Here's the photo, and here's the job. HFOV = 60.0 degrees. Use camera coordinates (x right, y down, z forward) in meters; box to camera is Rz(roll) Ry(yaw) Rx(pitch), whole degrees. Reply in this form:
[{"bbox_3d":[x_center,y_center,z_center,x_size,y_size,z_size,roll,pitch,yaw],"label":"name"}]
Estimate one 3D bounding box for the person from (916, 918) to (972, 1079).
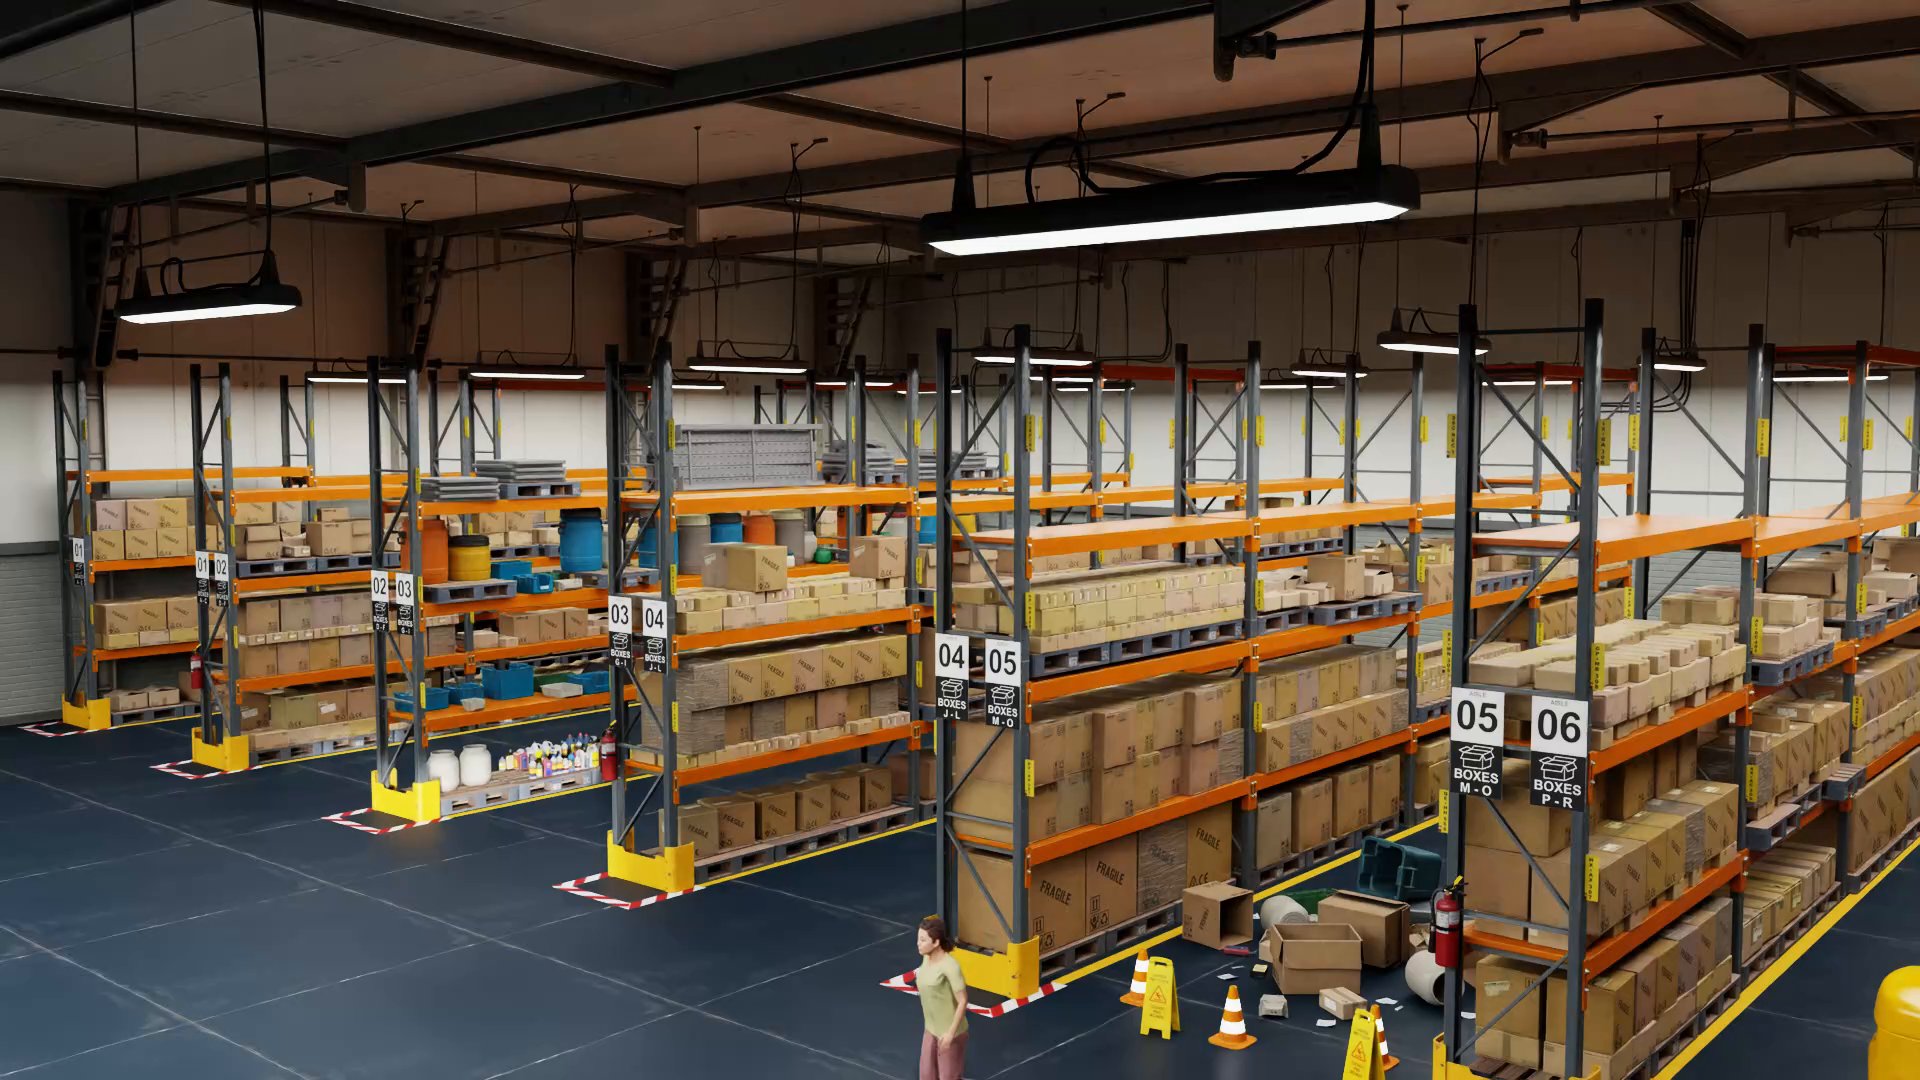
[{"bbox_3d":[-0.011,3.492,11.889,0.647,1.644,0.508,-3,5,-33],"label":"person"}]
